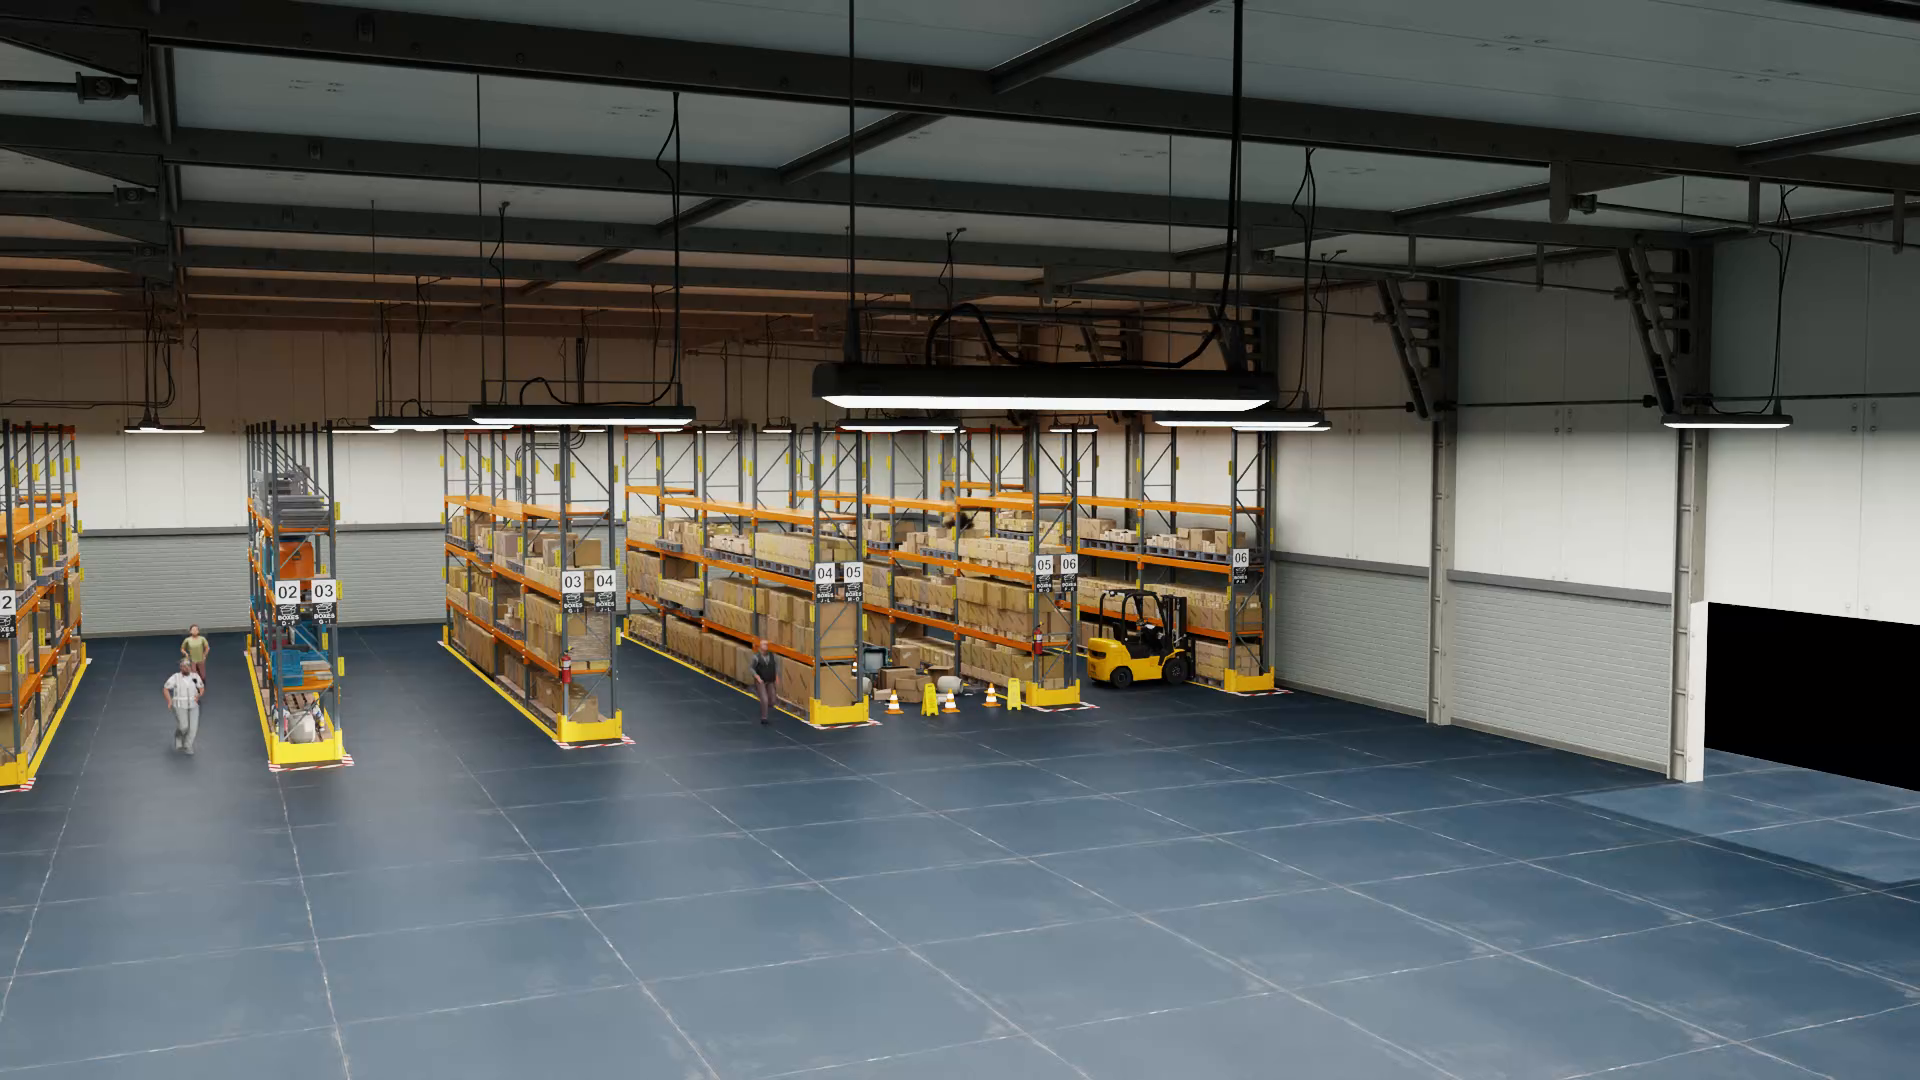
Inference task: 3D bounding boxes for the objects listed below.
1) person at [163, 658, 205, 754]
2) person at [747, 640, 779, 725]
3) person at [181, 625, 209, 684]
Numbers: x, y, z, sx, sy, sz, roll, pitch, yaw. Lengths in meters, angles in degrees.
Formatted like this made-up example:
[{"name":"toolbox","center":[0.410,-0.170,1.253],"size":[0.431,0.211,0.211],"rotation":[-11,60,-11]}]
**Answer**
[{"name":"person","center":[-13.914,2.983,29.913],"size":[0.665,1.742,0.593],"rotation":[-3,5,-39]},{"name":"person","center":[-3.895,2.817,33.033],"size":[0.684,1.670,0.610],"rotation":[-2,4,-27]},{"name":"person","center":[-16.619,2.648,36.152],"size":[0.577,1.620,0.562],"rotation":[-2,4,-29]}]
